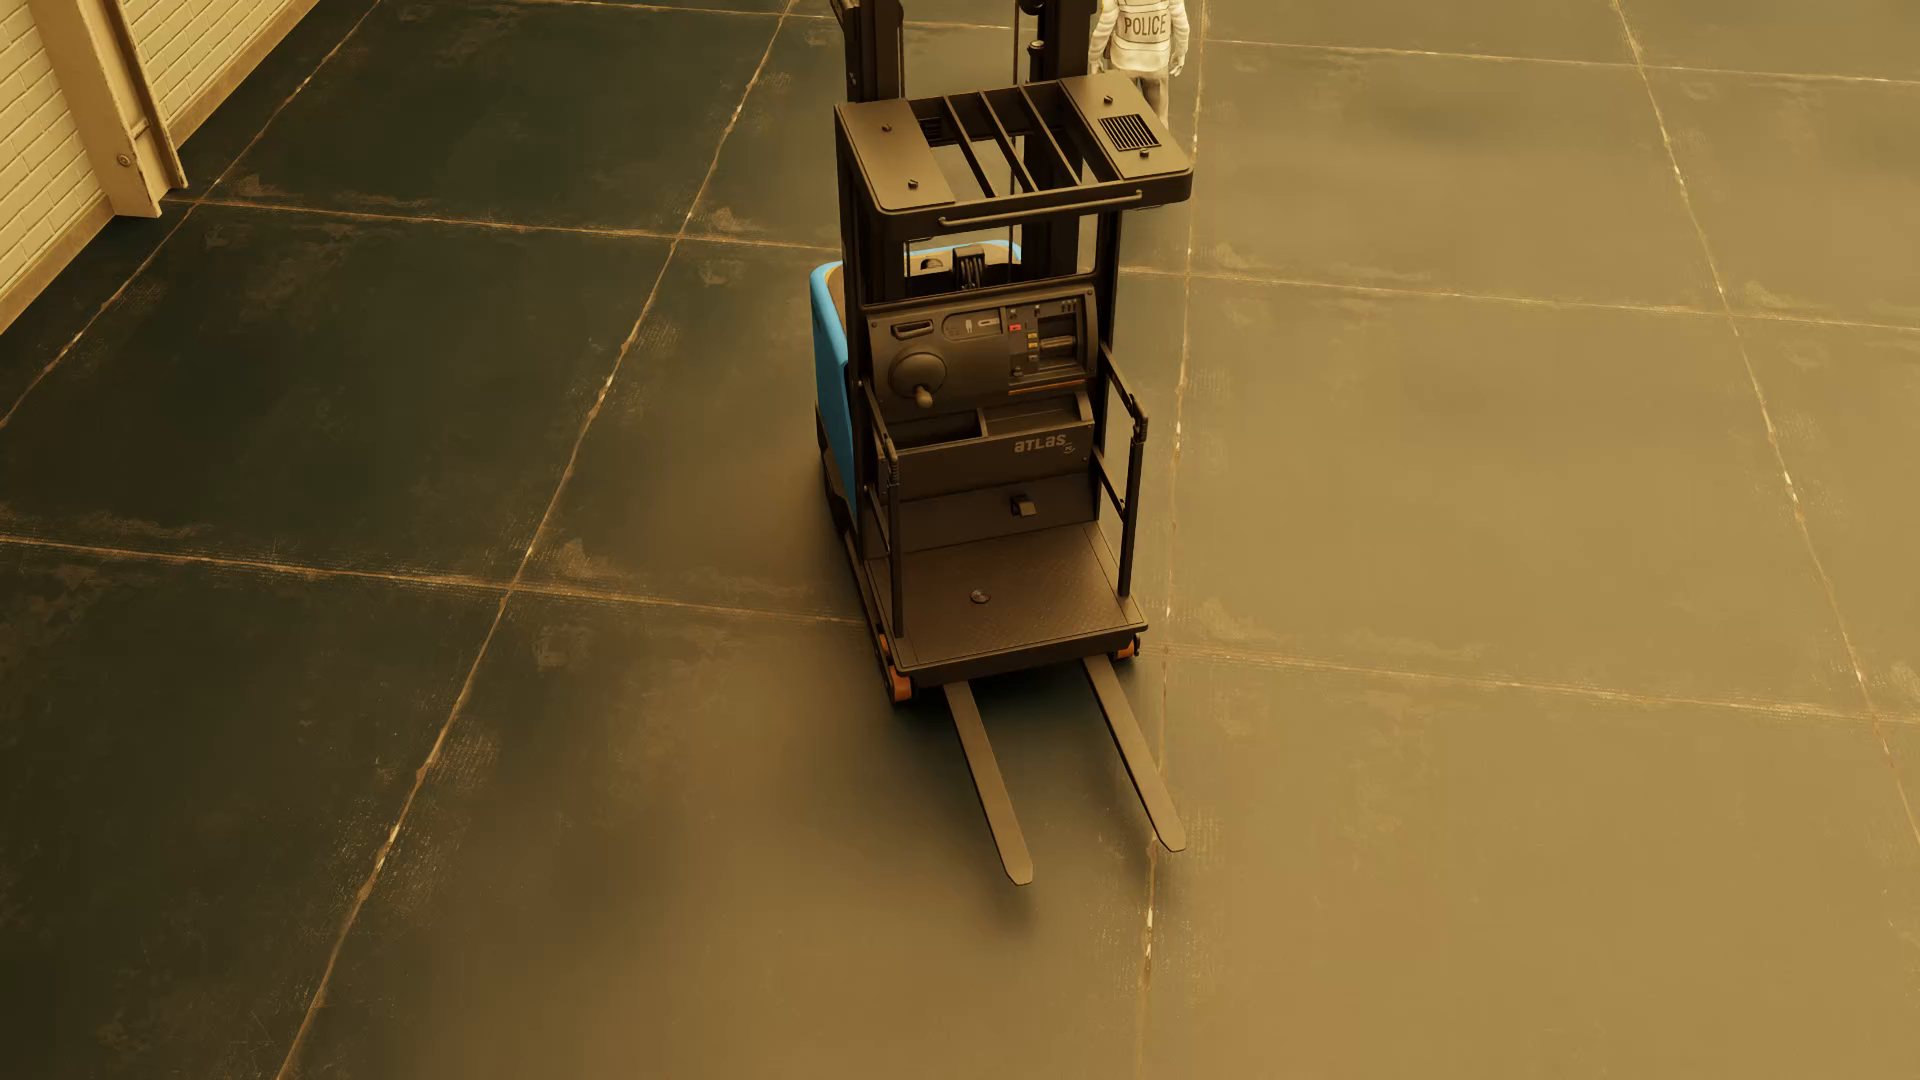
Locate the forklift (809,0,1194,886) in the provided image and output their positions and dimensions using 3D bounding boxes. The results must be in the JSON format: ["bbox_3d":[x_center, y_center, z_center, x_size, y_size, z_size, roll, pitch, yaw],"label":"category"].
[{"bbox_3d":[0.153,-0.681,6.465,1.130,2.935,3.031,-10,44,-11],"label":"forklift"}]

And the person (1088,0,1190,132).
[{"bbox_3d":[1.031,-2.818,9.694,0.587,1.695,0.533,-2,43,-3],"label":"person"}]
